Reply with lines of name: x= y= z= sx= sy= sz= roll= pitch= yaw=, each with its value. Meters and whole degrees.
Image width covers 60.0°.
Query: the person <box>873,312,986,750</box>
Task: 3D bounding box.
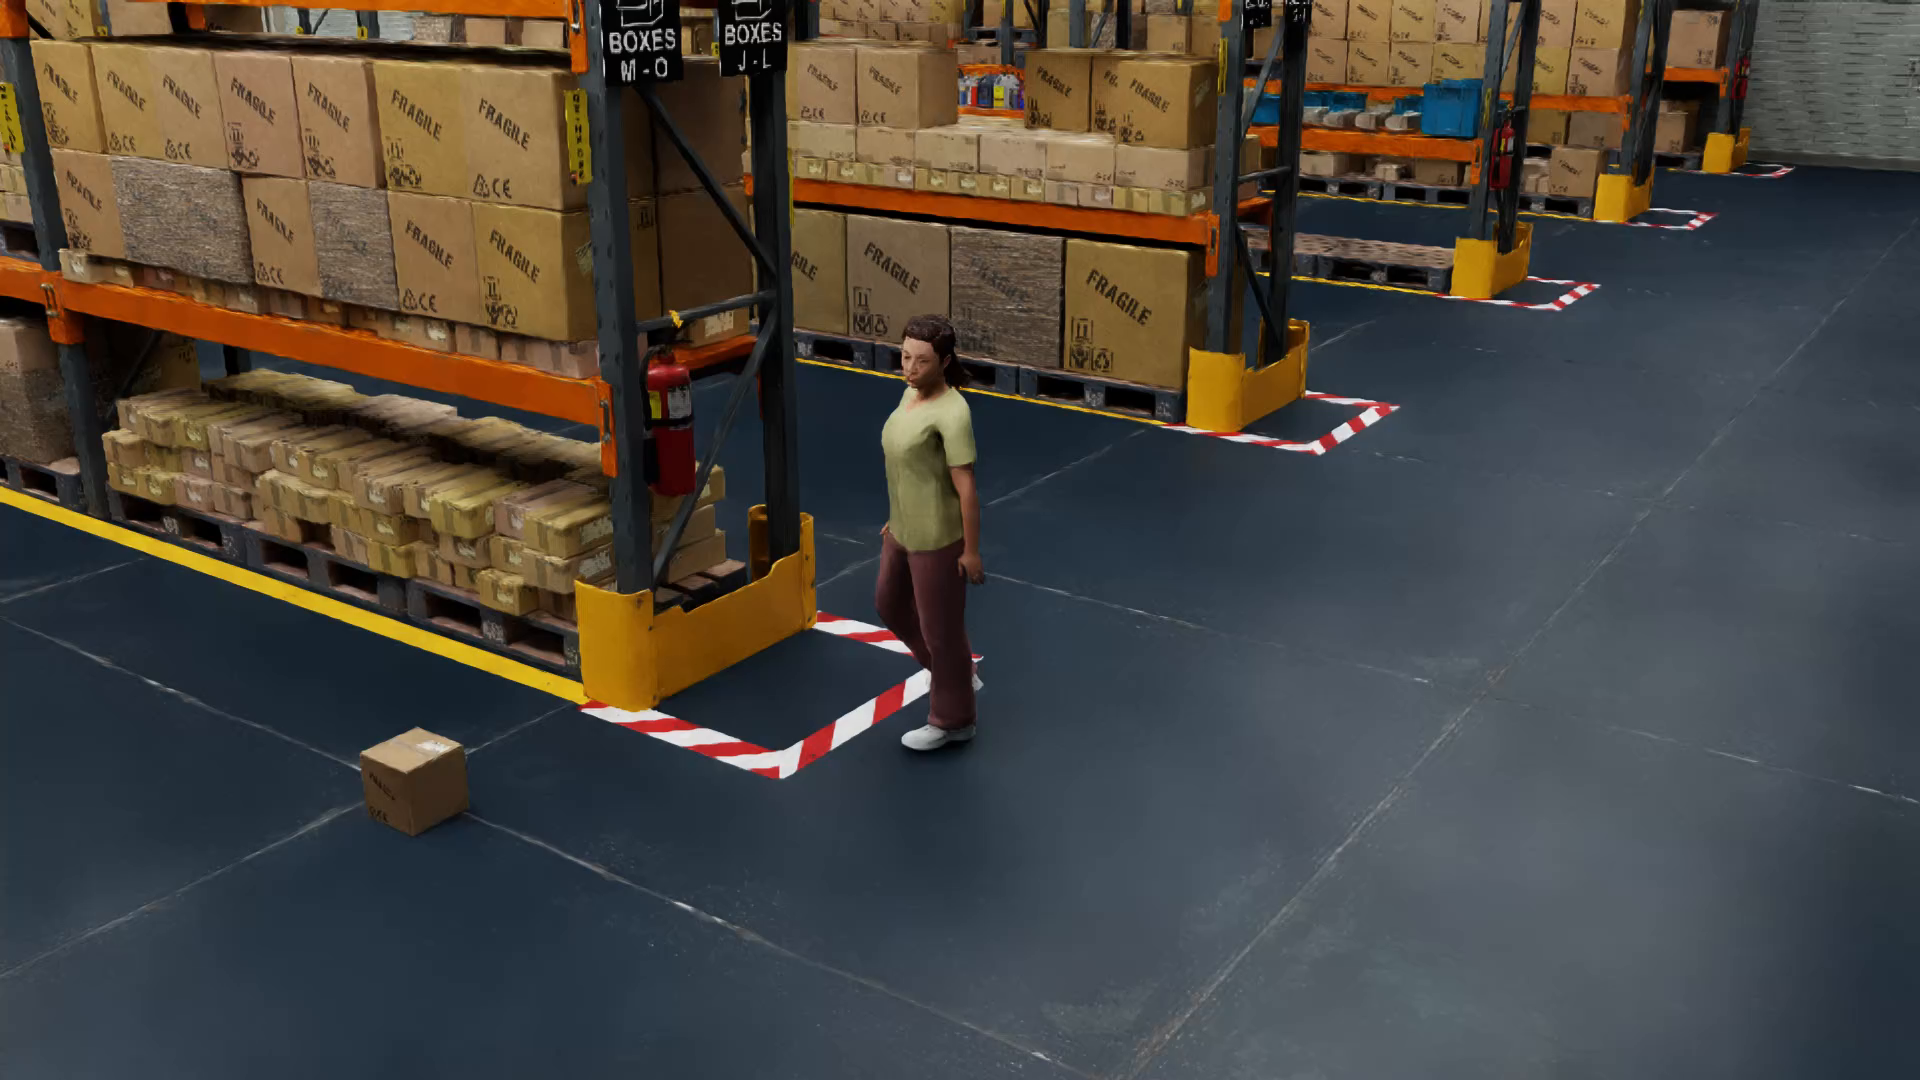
person: x=-0.084 y=-0.040 z=6.135 sx=0.426 sy=1.667 sz=0.633 roll=-7 pitch=21 yaw=-20
